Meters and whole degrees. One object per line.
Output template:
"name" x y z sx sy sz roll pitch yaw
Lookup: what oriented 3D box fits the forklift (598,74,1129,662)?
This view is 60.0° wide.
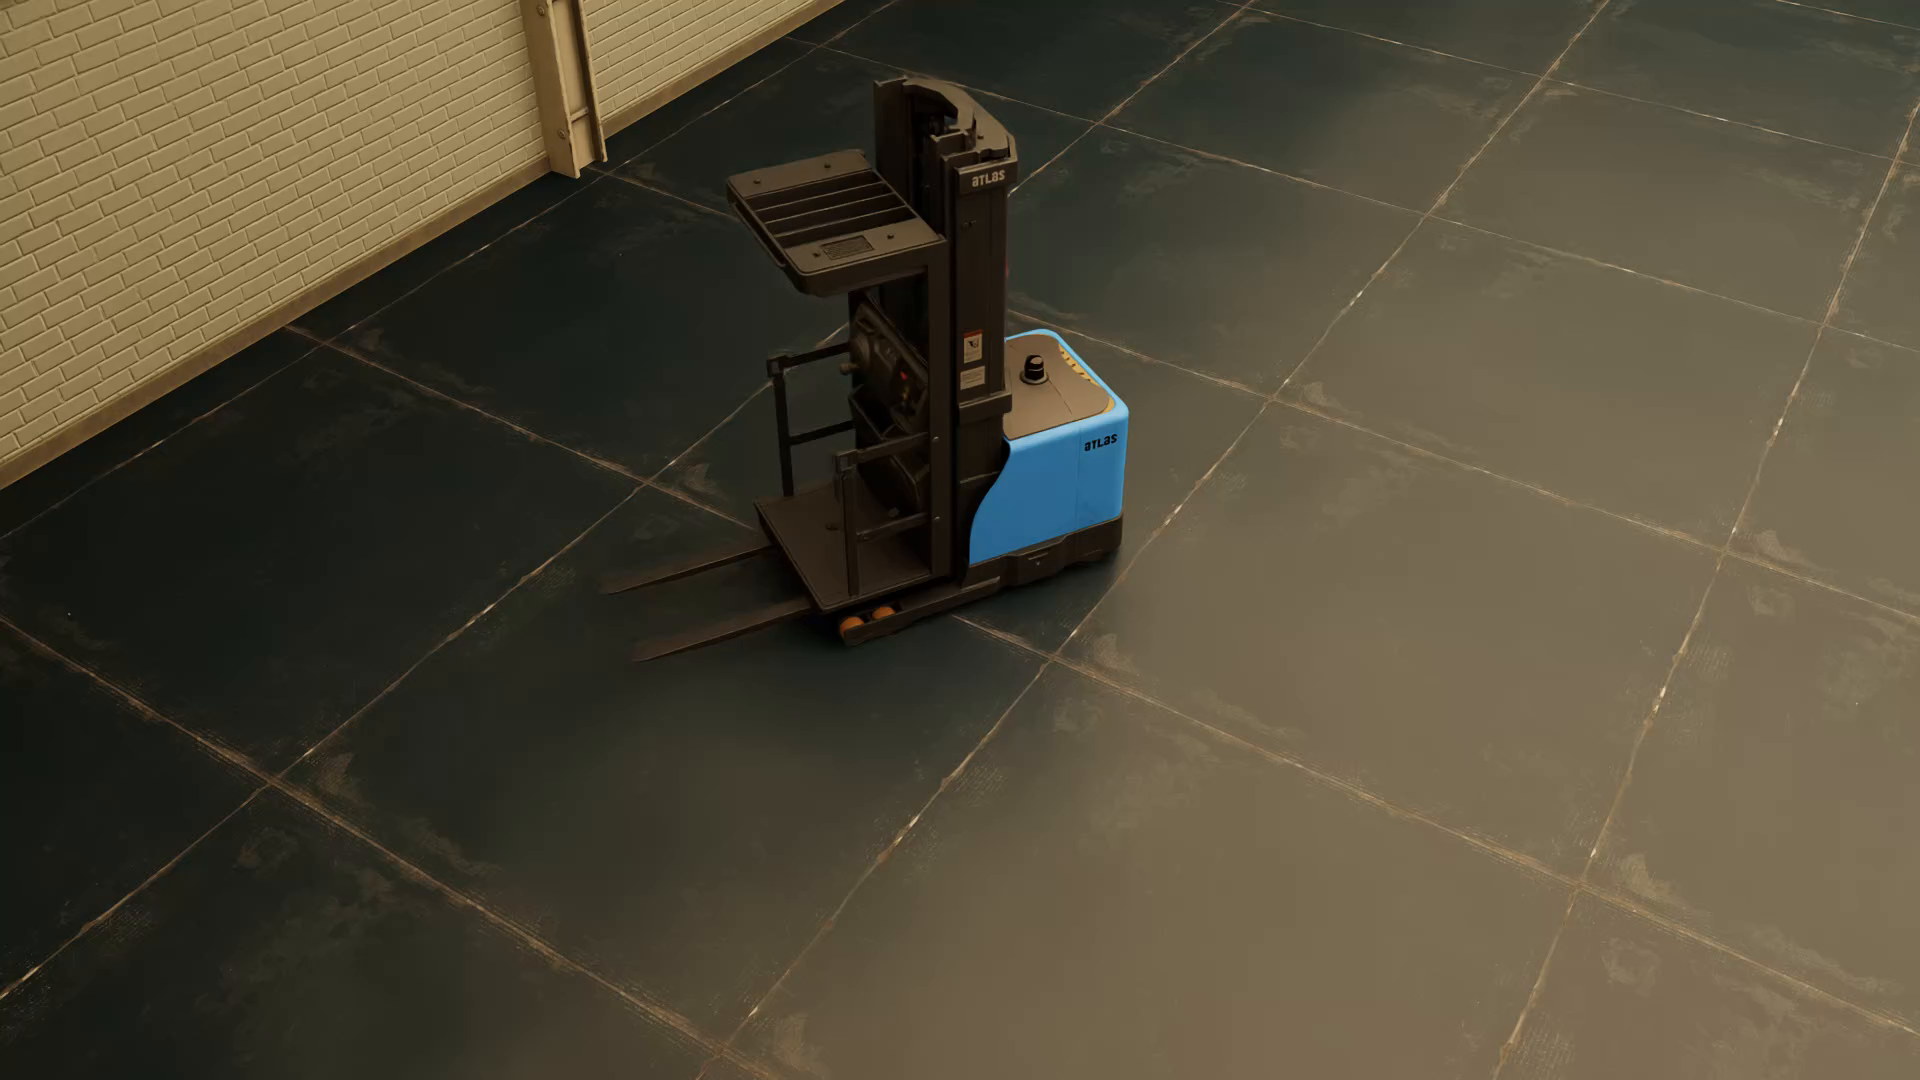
"forklift" -0.576 -0.905 9.035 3.031 2.935 1.130 -18 43 -20

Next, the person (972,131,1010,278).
"person" 0.154 -2.029 11.275 0.434 1.752 0.826 -5 41 -6
